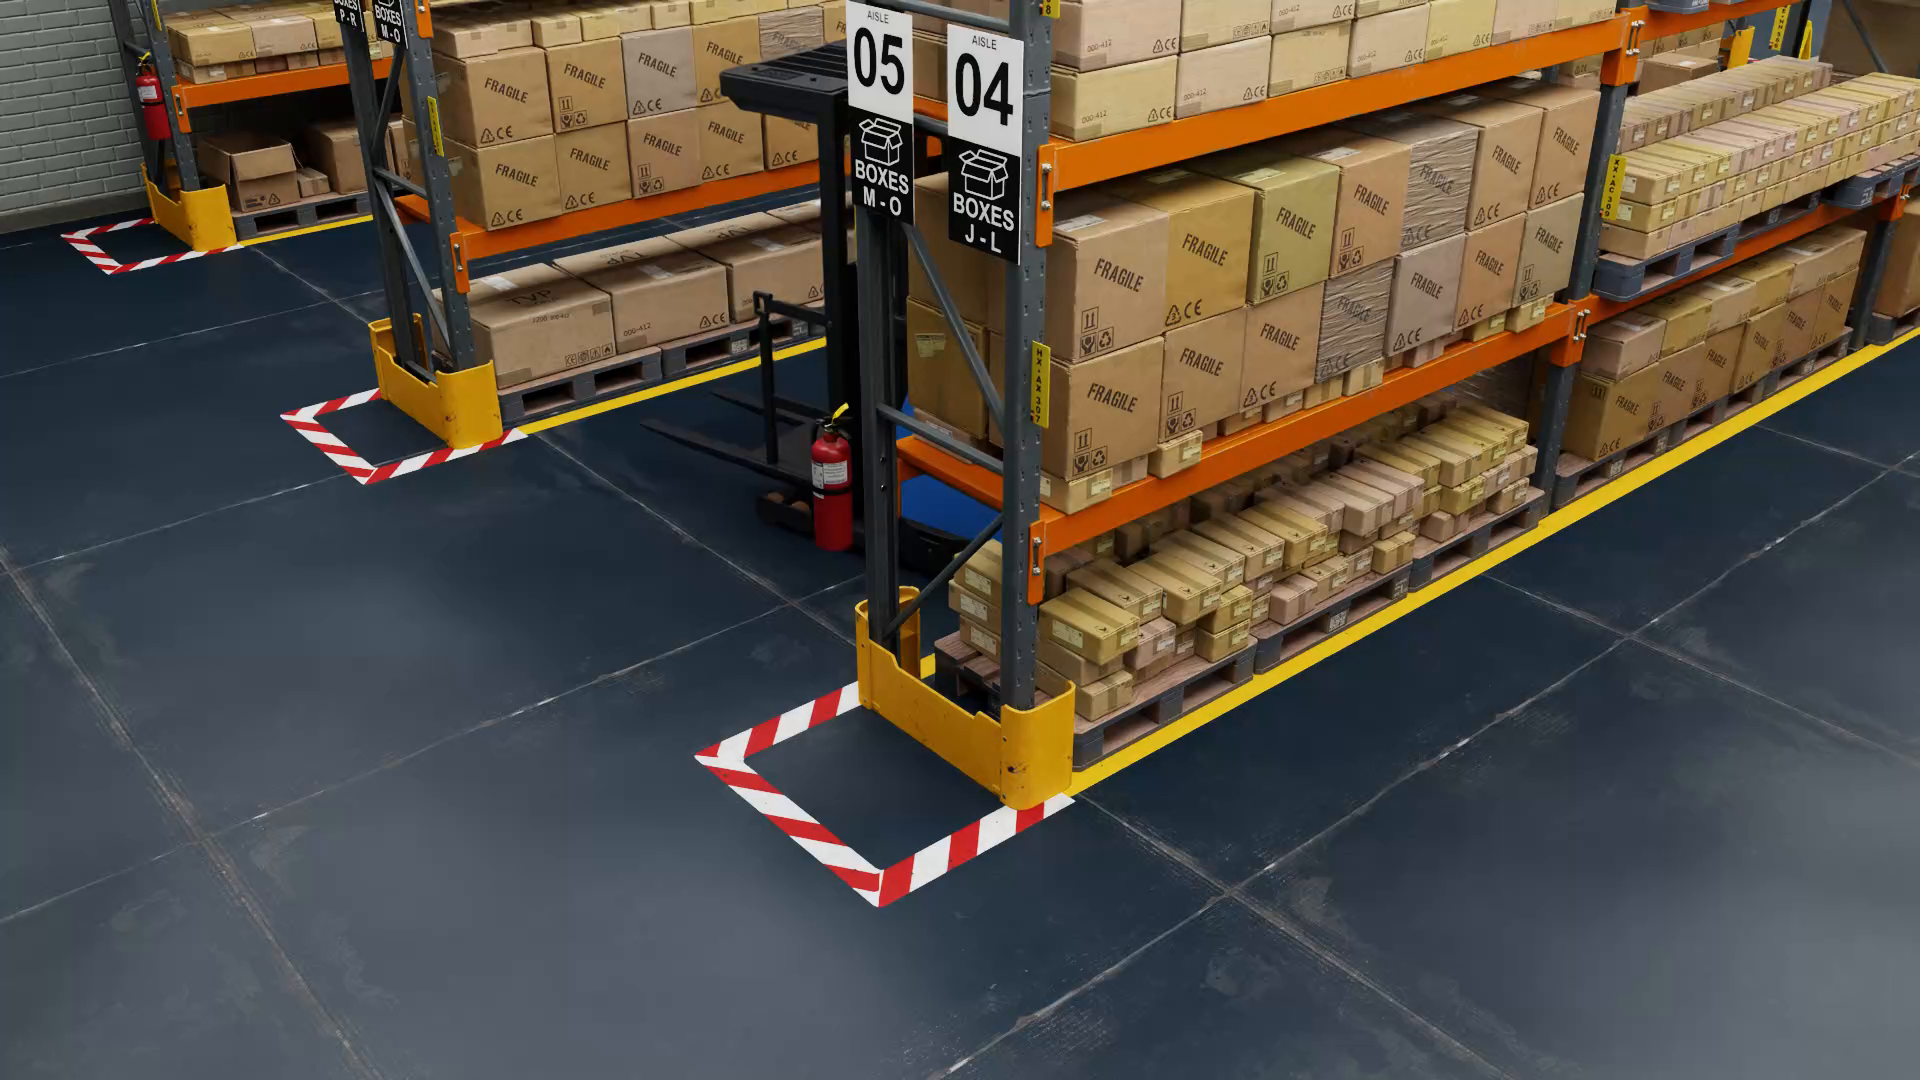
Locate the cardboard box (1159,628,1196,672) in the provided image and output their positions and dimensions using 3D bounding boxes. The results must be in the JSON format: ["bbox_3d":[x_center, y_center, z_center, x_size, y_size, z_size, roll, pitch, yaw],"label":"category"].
[{"bbox_3d":[0.883,0.444,7.816,0.250,0.149,0.380,-21,35,-34],"label":"cardboard box"}]

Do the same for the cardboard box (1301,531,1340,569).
[{"bbox_3d":[1.683,-0.024,8.376,0.250,0.149,0.380,-20,34,-33],"label":"cardboard box"}]

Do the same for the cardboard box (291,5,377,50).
[{"bbox_3d":[-5.281,-4.335,14.023,0.500,0.250,0.500,-23,36,-36],"label":"cardboard box"}]

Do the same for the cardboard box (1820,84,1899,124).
[{"bbox_3d":[5.565,-2.708,10.325,0.250,0.149,0.380,-21,34,-33],"label":"cardboard box"}]

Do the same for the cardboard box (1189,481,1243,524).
[{"bbox_3d":[1.206,-0.218,8.424,0.250,0.149,0.380,-23,36,-36],"label":"cardboard box"}]

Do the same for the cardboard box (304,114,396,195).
[{"bbox_3d":[-5.366,-3.401,14.638,0.500,0.500,0.700,-20,34,-33],"label":"cardboard box"}]

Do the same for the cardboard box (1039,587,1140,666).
[{"bbox_3d":[0.565,0.376,7.311,0.250,0.149,0.380,-24,36,-37],"label":"cardboard box"}]

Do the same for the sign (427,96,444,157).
[{"bbox_3d":[-2.988,-2.355,9.471,0.005,0.325,0.100,-22,35,-35],"label":"sign"}]

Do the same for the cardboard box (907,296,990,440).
[{"bbox_3d":[0.121,-0.800,7.143,0.500,0.500,0.500,-21,35,-34],"label":"cardboard box"}]

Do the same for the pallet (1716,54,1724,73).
[{"bbox_3d":[8.130,-5.544,19.401,1.213,0.211,1.003,-22,35,-35],"label":"pallet"}]

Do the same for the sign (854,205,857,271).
[{"bbox_3d":[-0.399,-1.250,6.843,0.005,0.325,0.100,-22,35,-35],"label":"sign"}]

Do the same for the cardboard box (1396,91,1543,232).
[{"bbox_3d":[2.417,-1.834,8.017,0.500,0.500,0.500,-23,36,-36],"label":"cardboard box"}]

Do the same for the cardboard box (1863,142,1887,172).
[{"bbox_3d":[5.570,-2.447,10.467,0.250,0.149,0.380,-21,35,-34],"label":"cardboard box"}]

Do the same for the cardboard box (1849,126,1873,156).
[{"bbox_3d":[5.361,-2.493,10.238,0.250,0.149,0.380,-22,35,-35],"label":"cardboard box"}]

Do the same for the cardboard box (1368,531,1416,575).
[{"bbox_3d":[2.125,0.012,8.623,0.250,0.149,0.380,-22,35,-35],"label":"cardboard box"}]

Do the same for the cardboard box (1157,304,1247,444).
[{"bbox_3d":[0.858,-0.781,7.108,0.500,0.500,0.500,-22,35,-35],"label":"cardboard box"}]

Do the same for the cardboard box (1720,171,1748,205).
[{"bbox_3d":[4.177,-2.019,9.350,0.250,0.149,0.380,-24,36,-37],"label":"cardboard box"}]

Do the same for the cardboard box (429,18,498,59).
[{"bbox_3d":[-2.894,-2.919,9.675,0.250,0.149,0.380,-21,35,-34],"label":"cardboard box"}]

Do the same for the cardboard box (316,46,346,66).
[{"bbox_3d":[-5.368,-4.135,14.071,0.250,0.149,0.380,-21,35,-34],"label":"cardboard box"}]

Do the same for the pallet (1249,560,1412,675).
[{"bbox_3d":[1.573,0.205,8.643,1.213,0.211,1.003,-22,35,-35],"label":"pallet"}]

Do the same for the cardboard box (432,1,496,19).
[{"bbox_3d":[-3.023,-3.178,10.159,0.250,0.149,0.380,-21,35,-34],"label":"cardboard box"}]

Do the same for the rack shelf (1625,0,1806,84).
[{"bbox_3d":[4.511,-3.236,9.703,4.000,0.370,1.077,-22,35,-35],"label":"rack shelf"}]

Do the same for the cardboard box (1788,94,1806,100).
[{"bbox_3d":[5.329,-2.888,10.977,0.250,0.149,0.380,-20,34,-33],"label":"cardboard box"}]

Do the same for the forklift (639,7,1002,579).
[{"bbox_3d":[-0.539,-1.520,8.985,3.031,2.935,1.130,19,33,31],"label":"forklift"}]

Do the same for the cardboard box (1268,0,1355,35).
[{"bbox_3d":[1.237,-2.224,6.674,0.500,0.250,0.500,-21,35,-34],"label":"cardboard box"}]

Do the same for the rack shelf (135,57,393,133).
[{"bbox_3d":[-5.046,-4.212,14.712,4.000,0.370,1.077,-22,35,-35],"label":"rack shelf"}]

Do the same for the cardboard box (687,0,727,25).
[{"bbox_3d":[-1.686,-3.379,10.534,0.250,0.149,0.380,-23,36,-36],"label":"cardboard box"}]

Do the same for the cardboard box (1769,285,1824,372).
[{"bbox_3d":[5.304,-1.472,11.029,0.500,0.500,0.500,-20,34,-33],"label":"cardboard box"}]

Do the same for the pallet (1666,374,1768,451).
[{"bbox_3d":[4.509,-1.003,10.902,1.213,0.211,1.003,-22,35,-35],"label":"pallet"}]

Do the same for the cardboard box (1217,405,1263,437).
[{"bbox_3d":[1.142,-0.624,7.502,0.250,0.149,0.380,-22,35,-35],"label":"cardboard box"}]

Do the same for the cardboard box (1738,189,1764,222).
[{"bbox_3d":[4.372,-1.965,9.565,0.250,0.149,0.380,-24,36,-37],"label":"cardboard box"}]

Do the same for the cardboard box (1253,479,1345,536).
[{"bbox_3d":[1.683,-0.144,8.286,0.250,0.149,0.380,-22,35,-35],"label":"cardboard box"}]

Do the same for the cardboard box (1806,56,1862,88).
[{"bbox_3d":[6.201,-3.120,11.800,0.500,0.500,0.500,-22,35,-35],"label":"cardboard box"}]

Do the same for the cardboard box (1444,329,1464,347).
[{"bbox_3d":[2.316,-1.104,8.400,0.250,0.149,0.380,-23,36,-36],"label":"cardboard box"}]

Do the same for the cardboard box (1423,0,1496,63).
[{"bbox_3d":[2.018,-2.324,7.393,0.500,0.250,0.500,-22,35,-35],"label":"cardboard box"}]

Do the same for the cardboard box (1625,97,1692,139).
[{"bbox_3d":[4.160,-2.546,10.022,0.250,0.149,0.380,-24,36,-37],"label":"cardboard box"}]

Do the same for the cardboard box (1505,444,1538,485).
[{"bbox_3d":[2.956,-0.467,9.205,0.250,0.149,0.380,-21,35,-34],"label":"cardboard box"}]

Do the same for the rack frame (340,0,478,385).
[{"bbox_3d":[-3.343,-2.139,10.070,0.127,3.000,1.000,-22,35,-35],"label":"rack frame"}]

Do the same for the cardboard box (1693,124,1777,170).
[{"bbox_3d":[4.378,-2.230,9.430,0.250,0.149,0.380,-22,35,-35],"label":"cardboard box"}]

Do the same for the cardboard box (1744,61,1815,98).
[{"bbox_3d":[5.352,-3.024,10.916,0.250,0.149,0.380,-23,36,-36],"label":"cardboard box"}]

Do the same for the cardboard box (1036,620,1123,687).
[{"bbox_3d":[0.512,0.478,7.437,0.250,0.149,0.380,-20,34,-33],"label":"cardboard box"}]

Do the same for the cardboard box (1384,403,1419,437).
[{"bbox_3d":[2.345,-0.715,9.353,0.250,0.149,0.380,-20,34,-33],"label":"cardboard box"}]

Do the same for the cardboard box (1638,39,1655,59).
[{"bbox_3d":[7.205,-5.523,18.078,0.500,0.500,0.500,-20,34,-32],"label":"cardboard box"}]

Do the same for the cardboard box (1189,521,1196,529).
[{"bbox_3d":[1.149,-0.112,8.541,0.250,0.149,0.380,-20,34,-33],"label":"cardboard box"}]

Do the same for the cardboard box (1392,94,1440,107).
[{"bbox_3d":[2.103,-2.020,8.365,0.500,0.500,0.500,-23,36,-36],"label":"cardboard box"}]

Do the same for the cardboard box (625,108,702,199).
[{"bbox_3d":[-2.026,-2.541,10.716,0.500,0.500,0.500,-22,35,-35],"label":"cardboard box"}]

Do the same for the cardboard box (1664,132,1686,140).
[{"bbox_3d":[4.164,-2.421,10.103,0.250,0.149,0.380,-22,35,-35],"label":"cardboard box"}]

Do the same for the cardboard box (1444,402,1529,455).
[{"bbox_3d":[2.888,-0.607,9.150,0.250,0.149,0.380,-21,34,-34],"label":"cardboard box"}]

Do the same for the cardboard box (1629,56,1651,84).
[{"bbox_3d":[7.210,-5.197,18.263,0.500,0.250,0.500,-22,35,-36],"label":"cardboard box"}]

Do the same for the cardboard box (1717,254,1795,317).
[{"bbox_3d":[4.908,-1.644,10.555,0.500,0.250,0.500,-21,35,-34],"label":"cardboard box"}]

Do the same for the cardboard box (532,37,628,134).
[{"bbox_3d":[-2.405,-2.829,10.195,0.500,0.500,0.500,-23,36,-36],"label":"cardboard box"}]

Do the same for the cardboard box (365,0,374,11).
[{"bbox_3d":[-4.907,-4.814,14.124,0.500,0.500,0.500,-21,35,-34],"label":"cardboard box"}]

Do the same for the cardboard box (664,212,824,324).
[{"bbox_3d":[-1.528,-1.990,12.064,0.875,0.438,0.875,-23,36,-36],"label":"cardboard box"}]
